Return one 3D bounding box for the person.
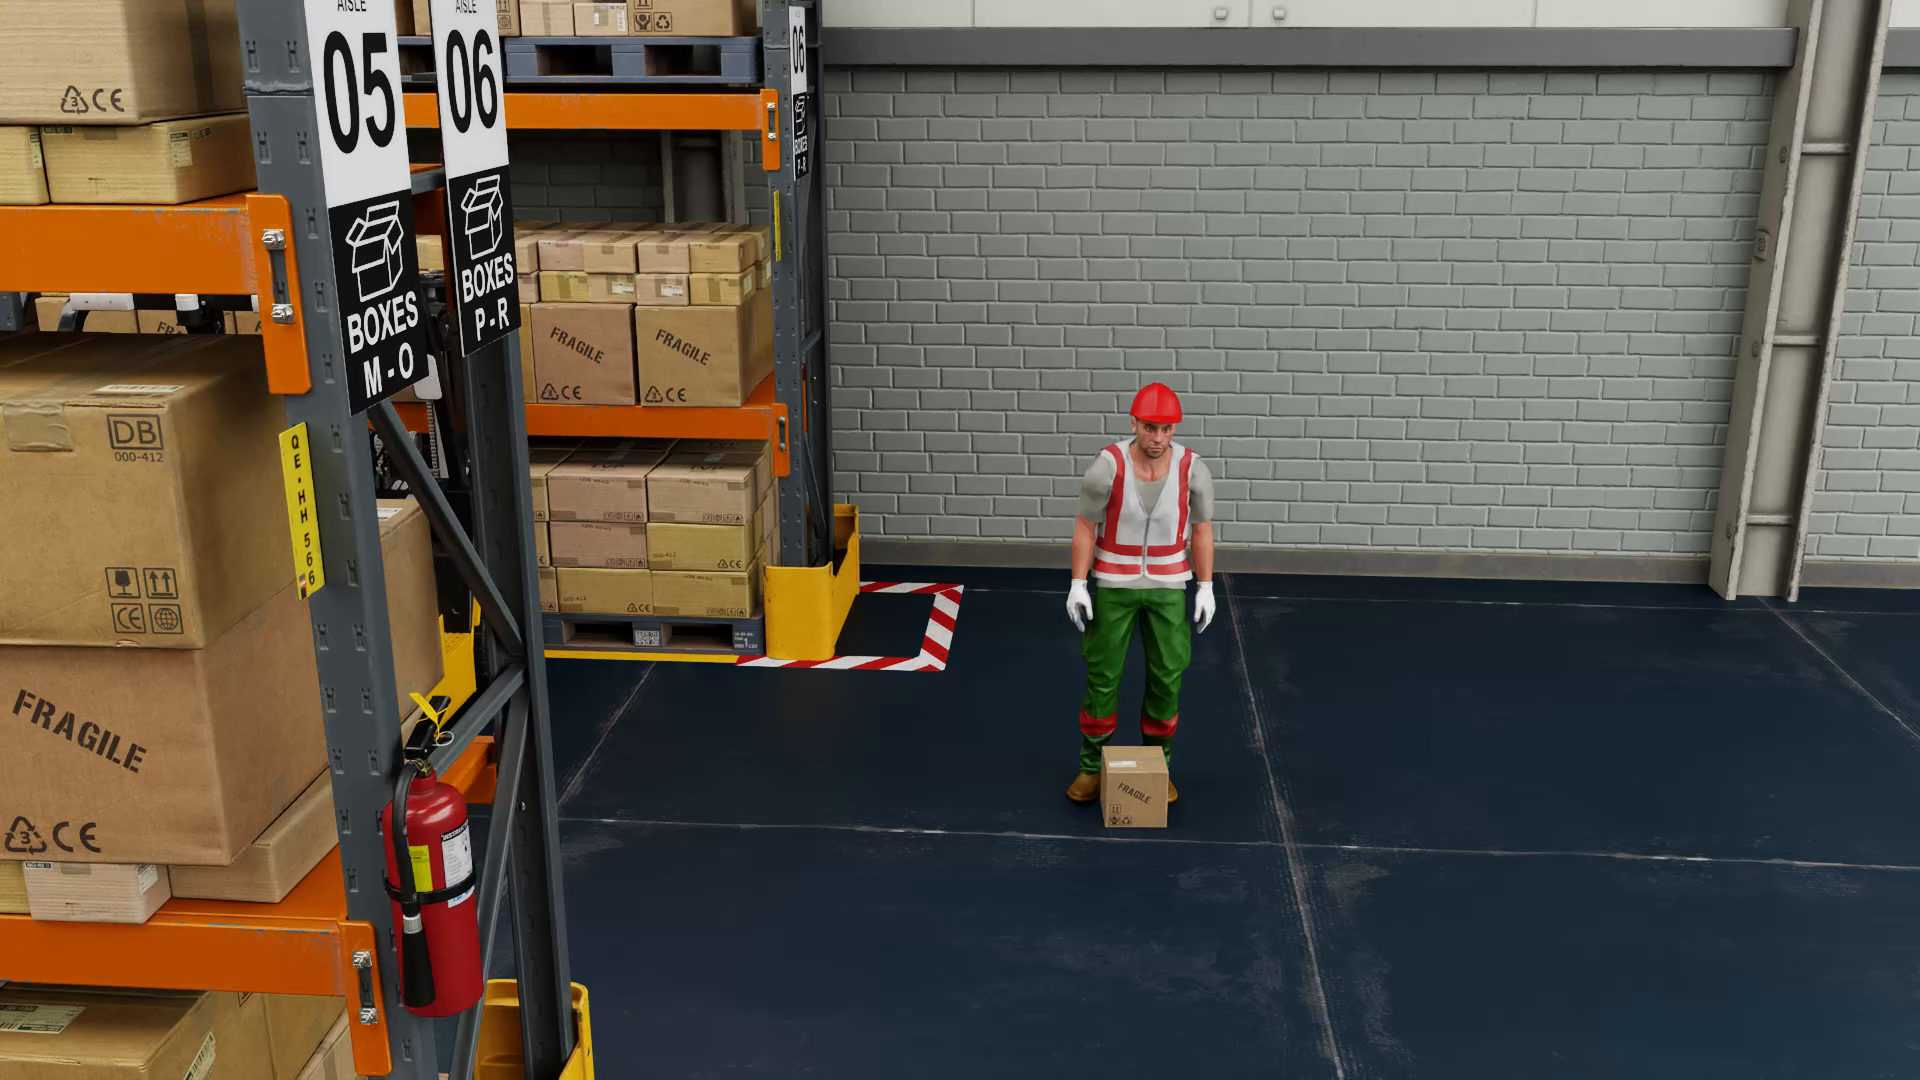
[{"bbox_3d":[0.746,0.218,6.824,0.617,1.778,0.453,0,17,1],"label":"person"}]
